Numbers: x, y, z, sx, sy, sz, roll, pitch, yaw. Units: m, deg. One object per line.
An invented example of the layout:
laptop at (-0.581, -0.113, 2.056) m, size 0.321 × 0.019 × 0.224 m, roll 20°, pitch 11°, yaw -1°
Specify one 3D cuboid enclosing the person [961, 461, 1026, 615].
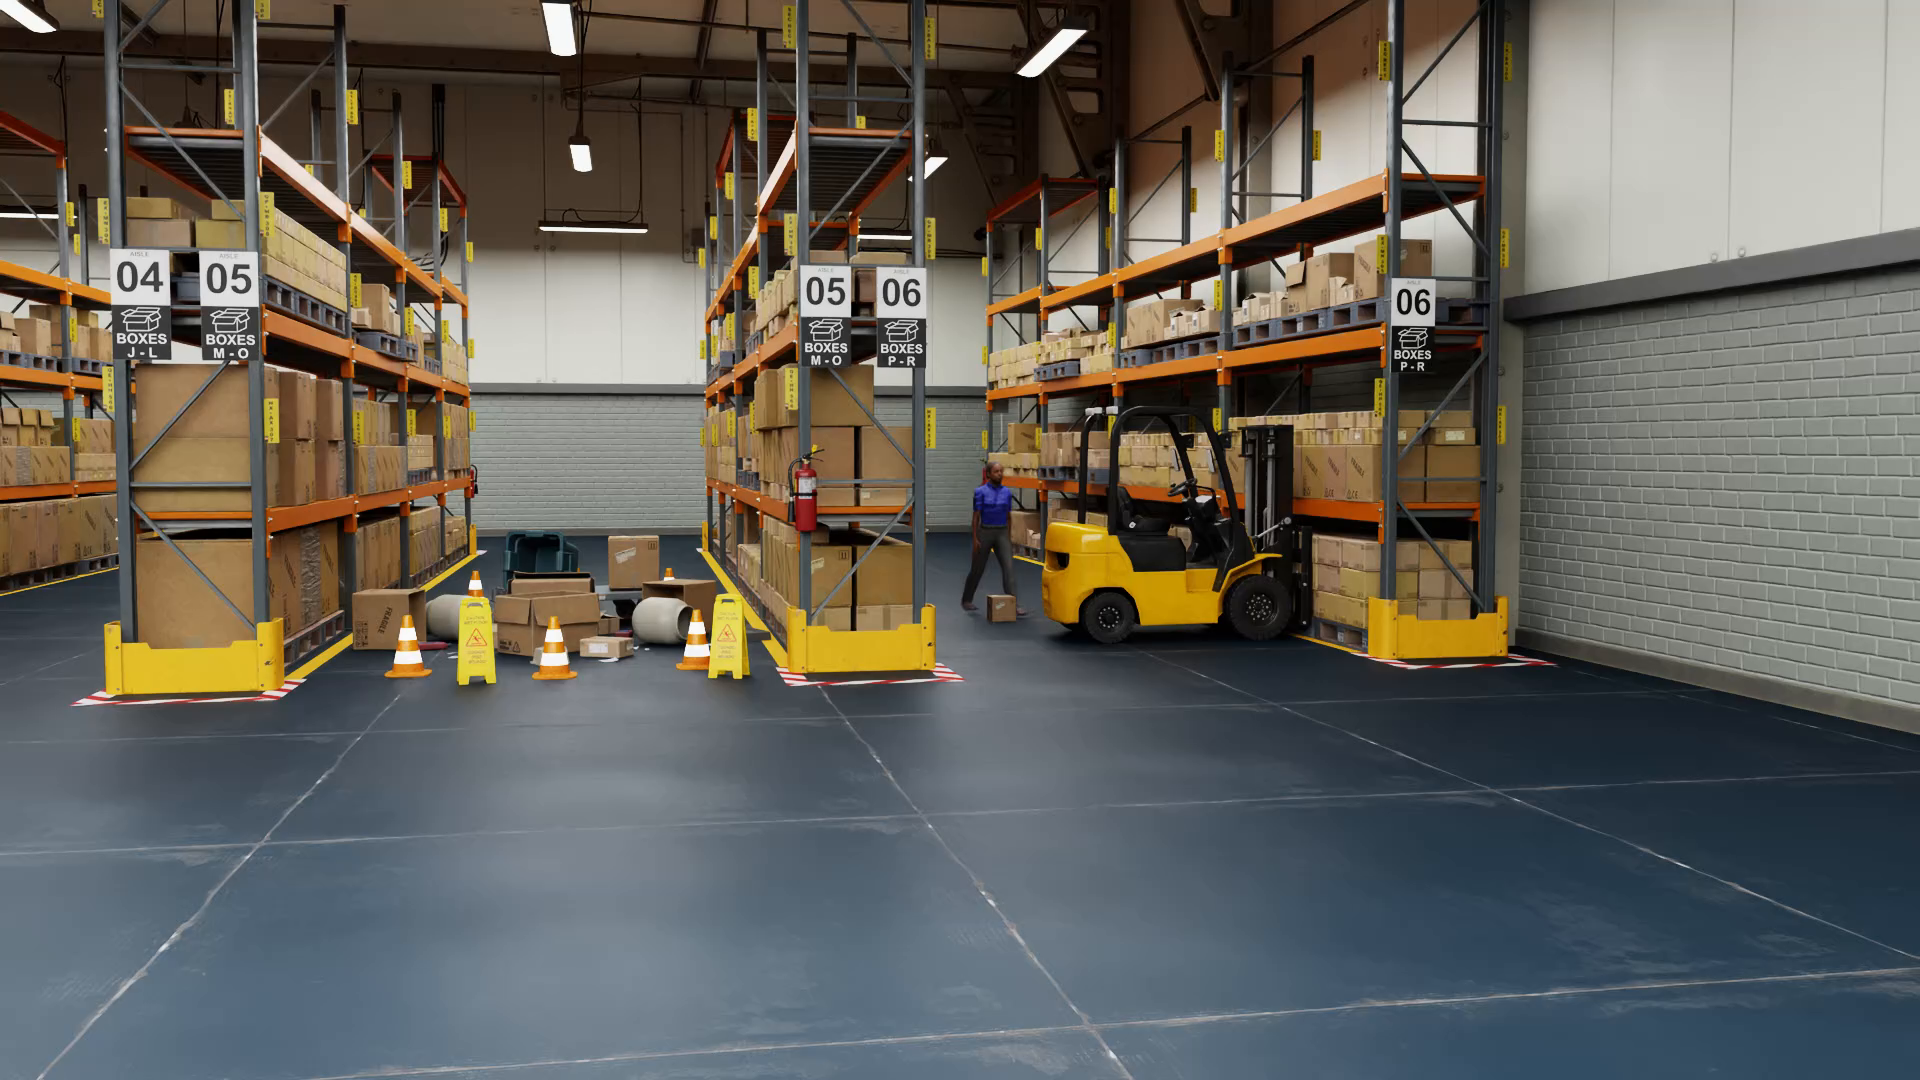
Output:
person at (0.352, -0.025, 17.574) m, size 0.471 × 1.618 × 0.878 m, roll -1°, pitch 3°, yaw -21°
